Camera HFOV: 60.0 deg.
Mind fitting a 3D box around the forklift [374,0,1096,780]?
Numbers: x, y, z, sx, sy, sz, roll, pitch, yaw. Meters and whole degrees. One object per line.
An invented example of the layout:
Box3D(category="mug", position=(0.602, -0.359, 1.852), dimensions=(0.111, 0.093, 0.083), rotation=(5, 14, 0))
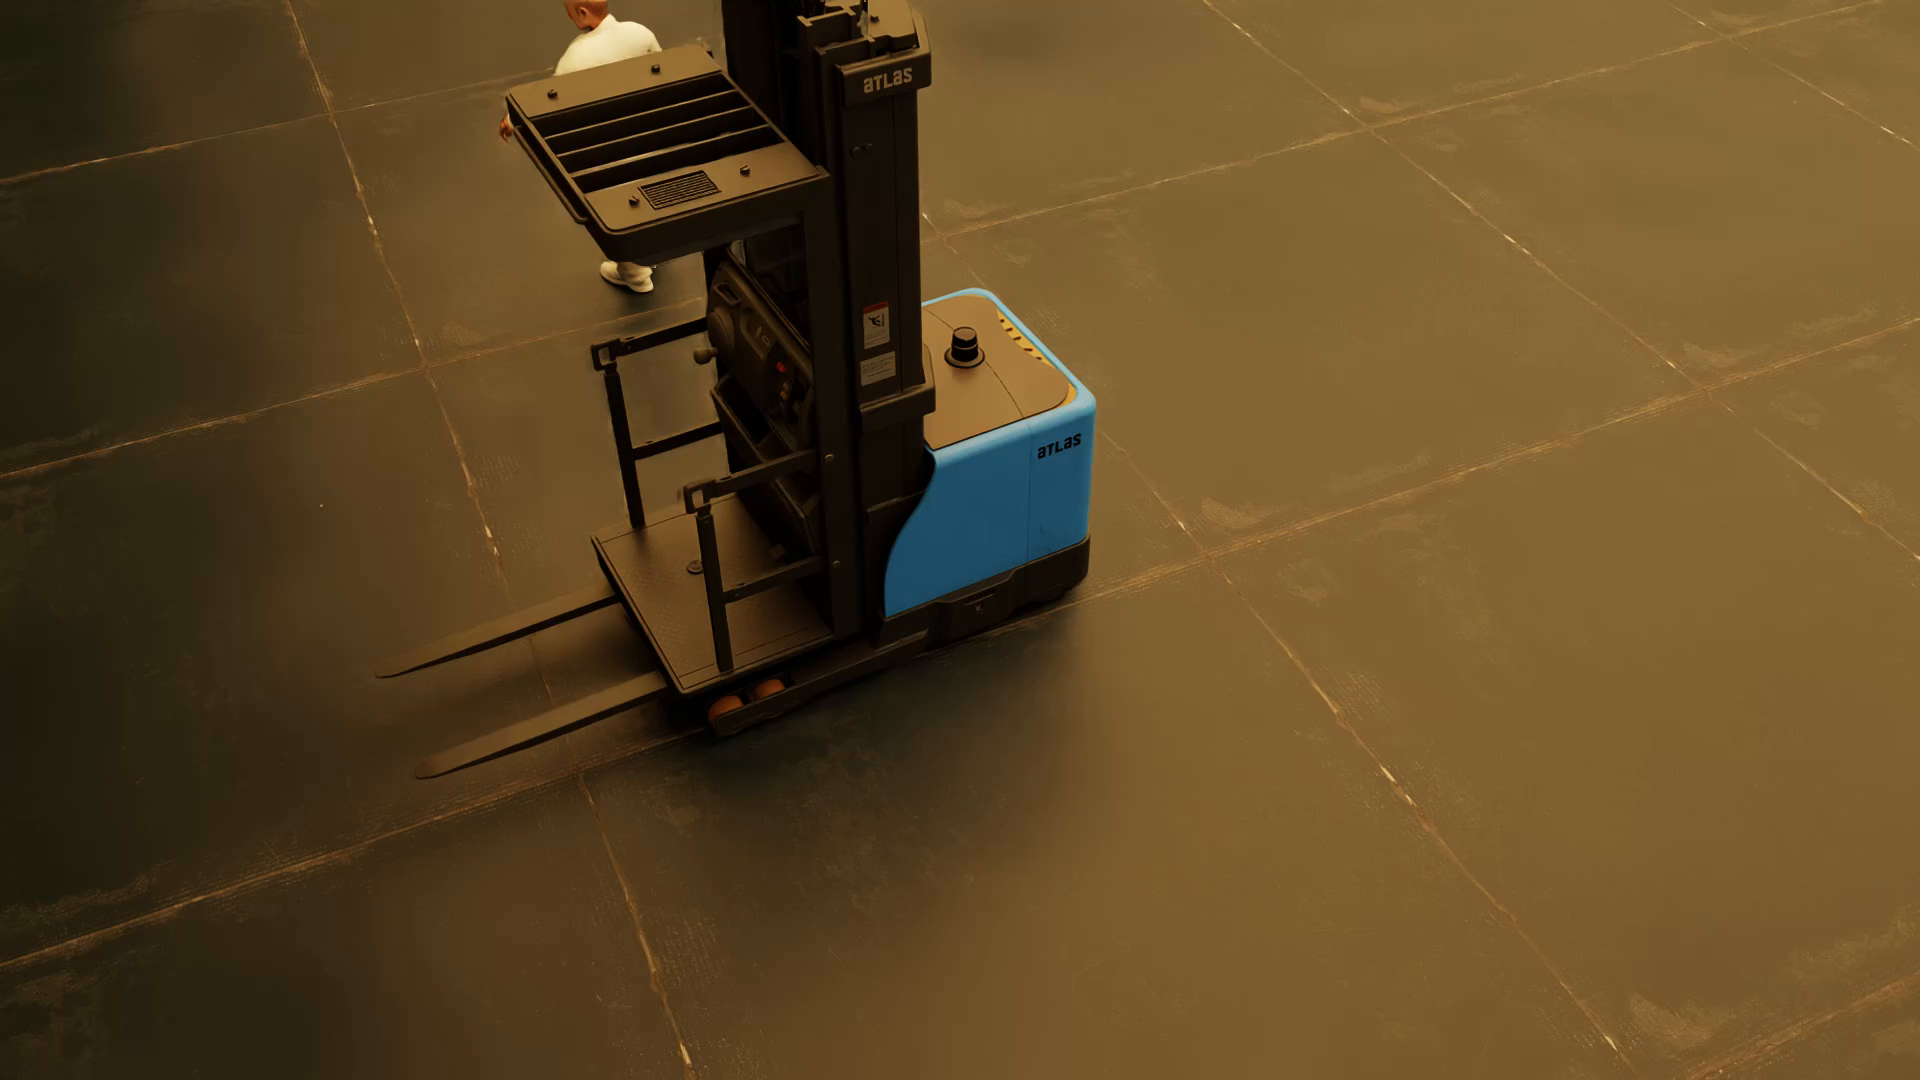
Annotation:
Box3D(category="forklift", position=(-0.958, -0.672, 6.400), dimensions=(3.031, 2.935, 1.130), rotation=(-21, 47, -21))

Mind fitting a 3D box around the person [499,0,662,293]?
Box3D(category="person", position=(-1.912, -2.156, 8.895), dimensions=(0.568, 1.809, 0.994), rotation=(30, 51, 28))
